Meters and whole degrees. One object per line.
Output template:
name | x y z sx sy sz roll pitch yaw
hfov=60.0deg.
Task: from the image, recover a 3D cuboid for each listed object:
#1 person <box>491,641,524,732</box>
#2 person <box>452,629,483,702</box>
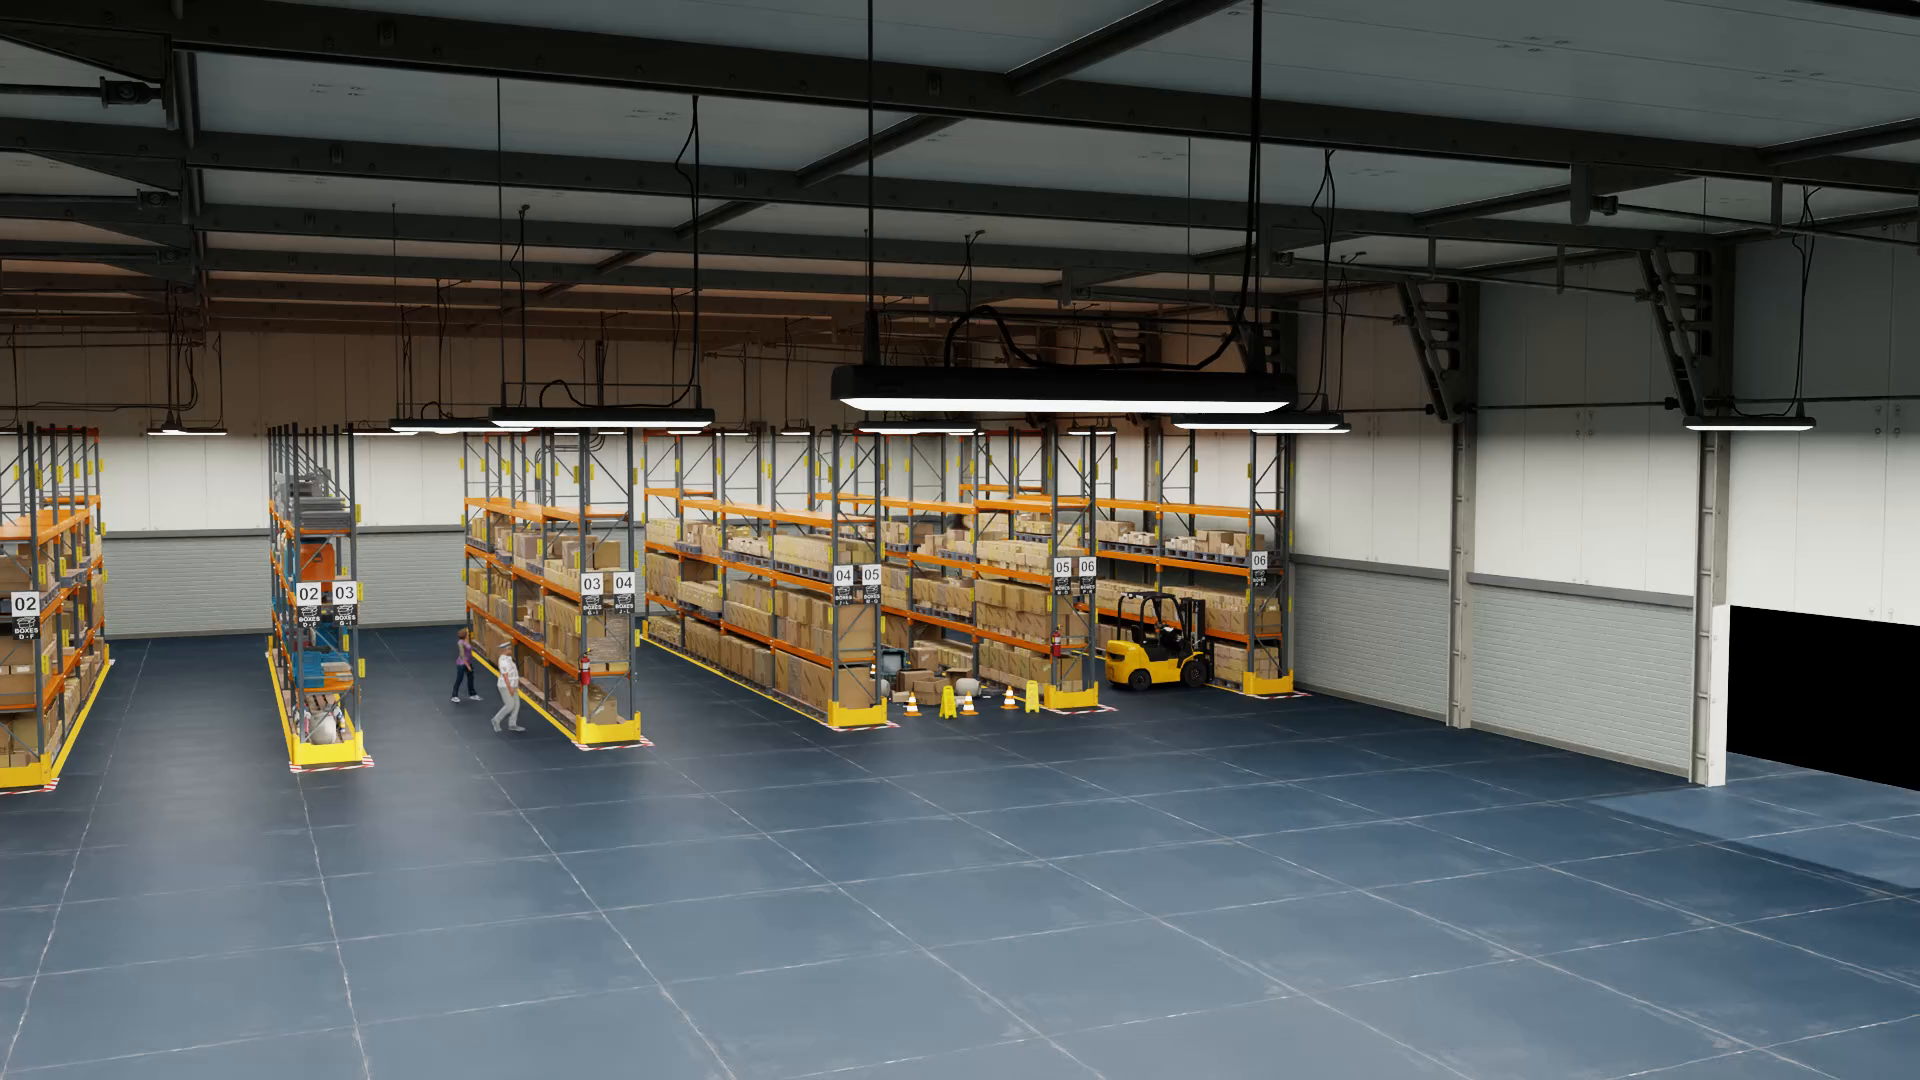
person | -8.857 2.875 32.569 0.612 1.778 0.588 0 3 4
person | -10.784 2.731 36.242 0.530 1.605 0.582 1 4 10
